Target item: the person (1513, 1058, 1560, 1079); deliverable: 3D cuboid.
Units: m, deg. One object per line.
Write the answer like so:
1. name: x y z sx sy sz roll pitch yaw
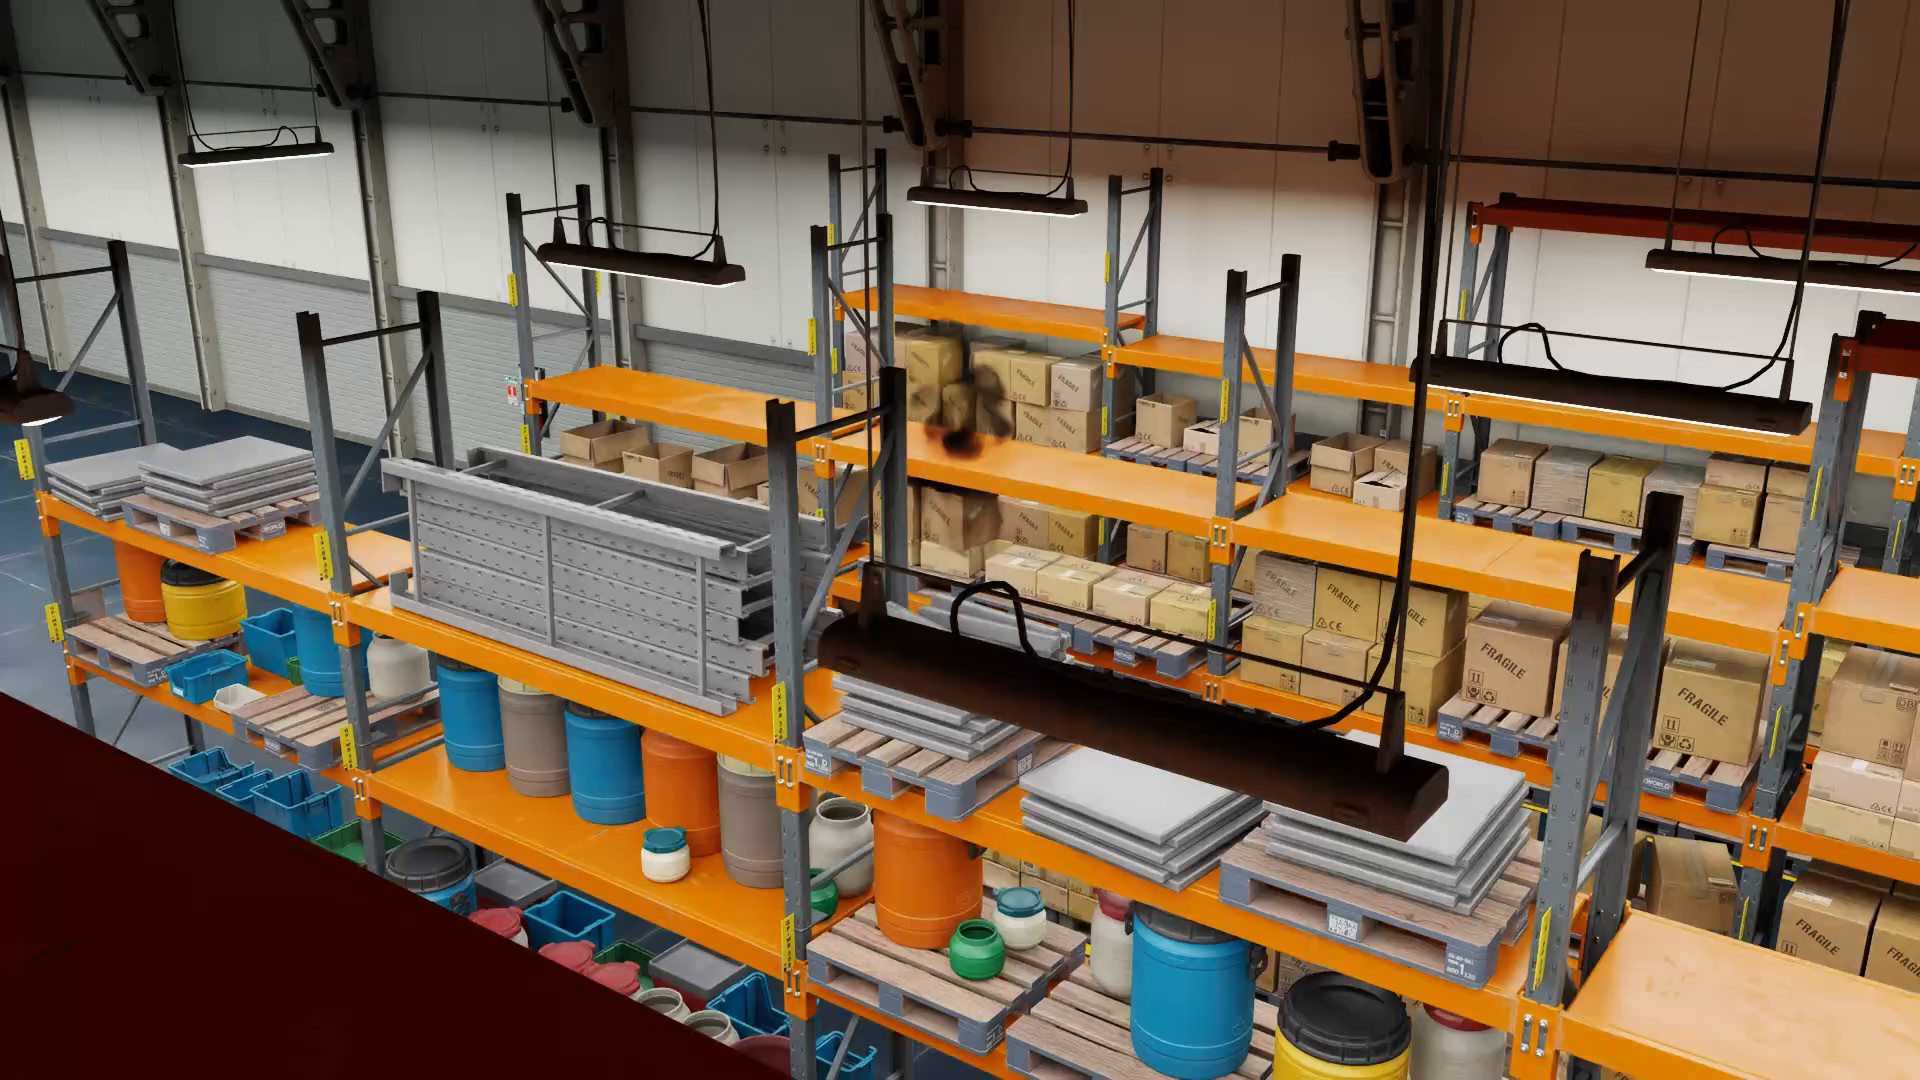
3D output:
1. person: 3.542 3.917 10.674 0.575 1.728 0.649 8 20 23
